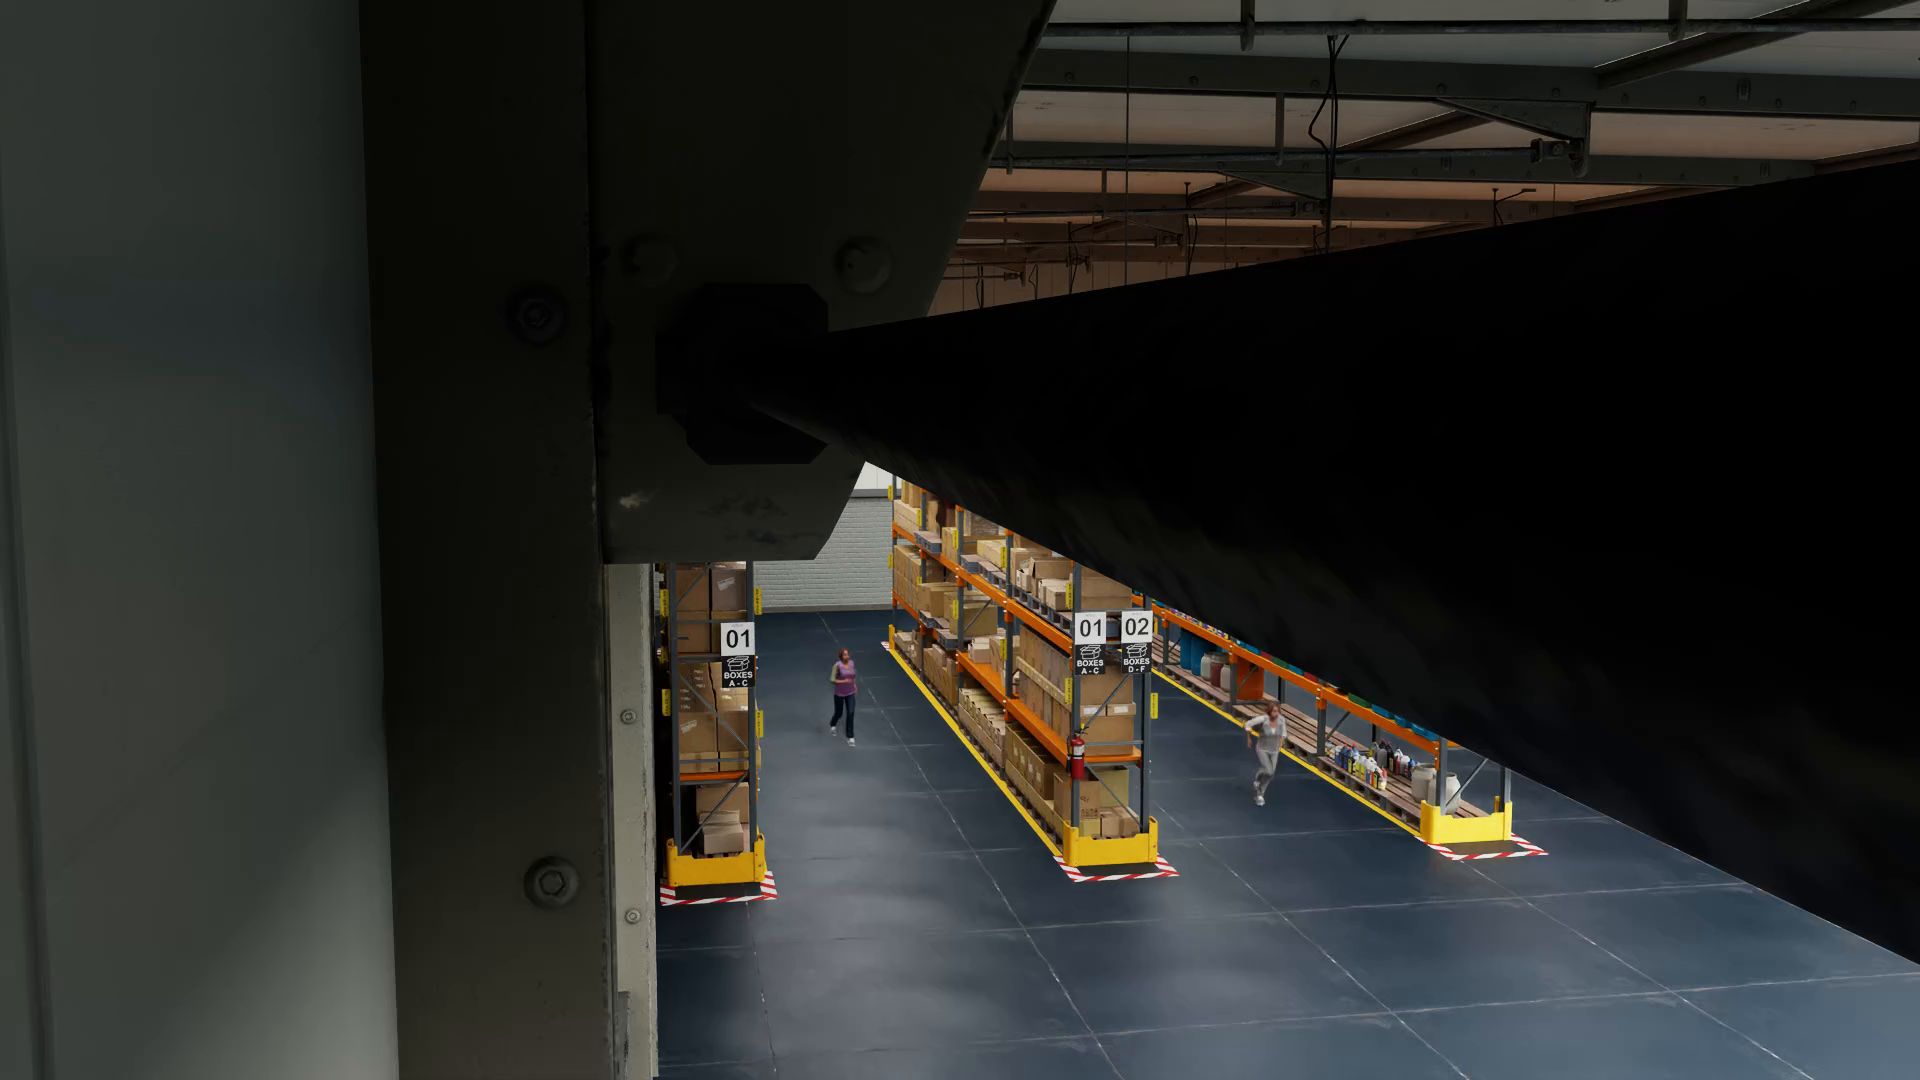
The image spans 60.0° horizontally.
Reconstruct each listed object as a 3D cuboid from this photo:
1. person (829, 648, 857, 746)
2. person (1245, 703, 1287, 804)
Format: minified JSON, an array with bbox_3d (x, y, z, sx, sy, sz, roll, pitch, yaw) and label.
[{"bbox_3d":[-1.926,2.551,27.450,0.537,1.586,0.881,-3,7,-27],"label":"person"},{"bbox_3d":[4.368,3.034,23.586,0.525,1.526,0.680,-2,6,-16],"label":"person"}]
